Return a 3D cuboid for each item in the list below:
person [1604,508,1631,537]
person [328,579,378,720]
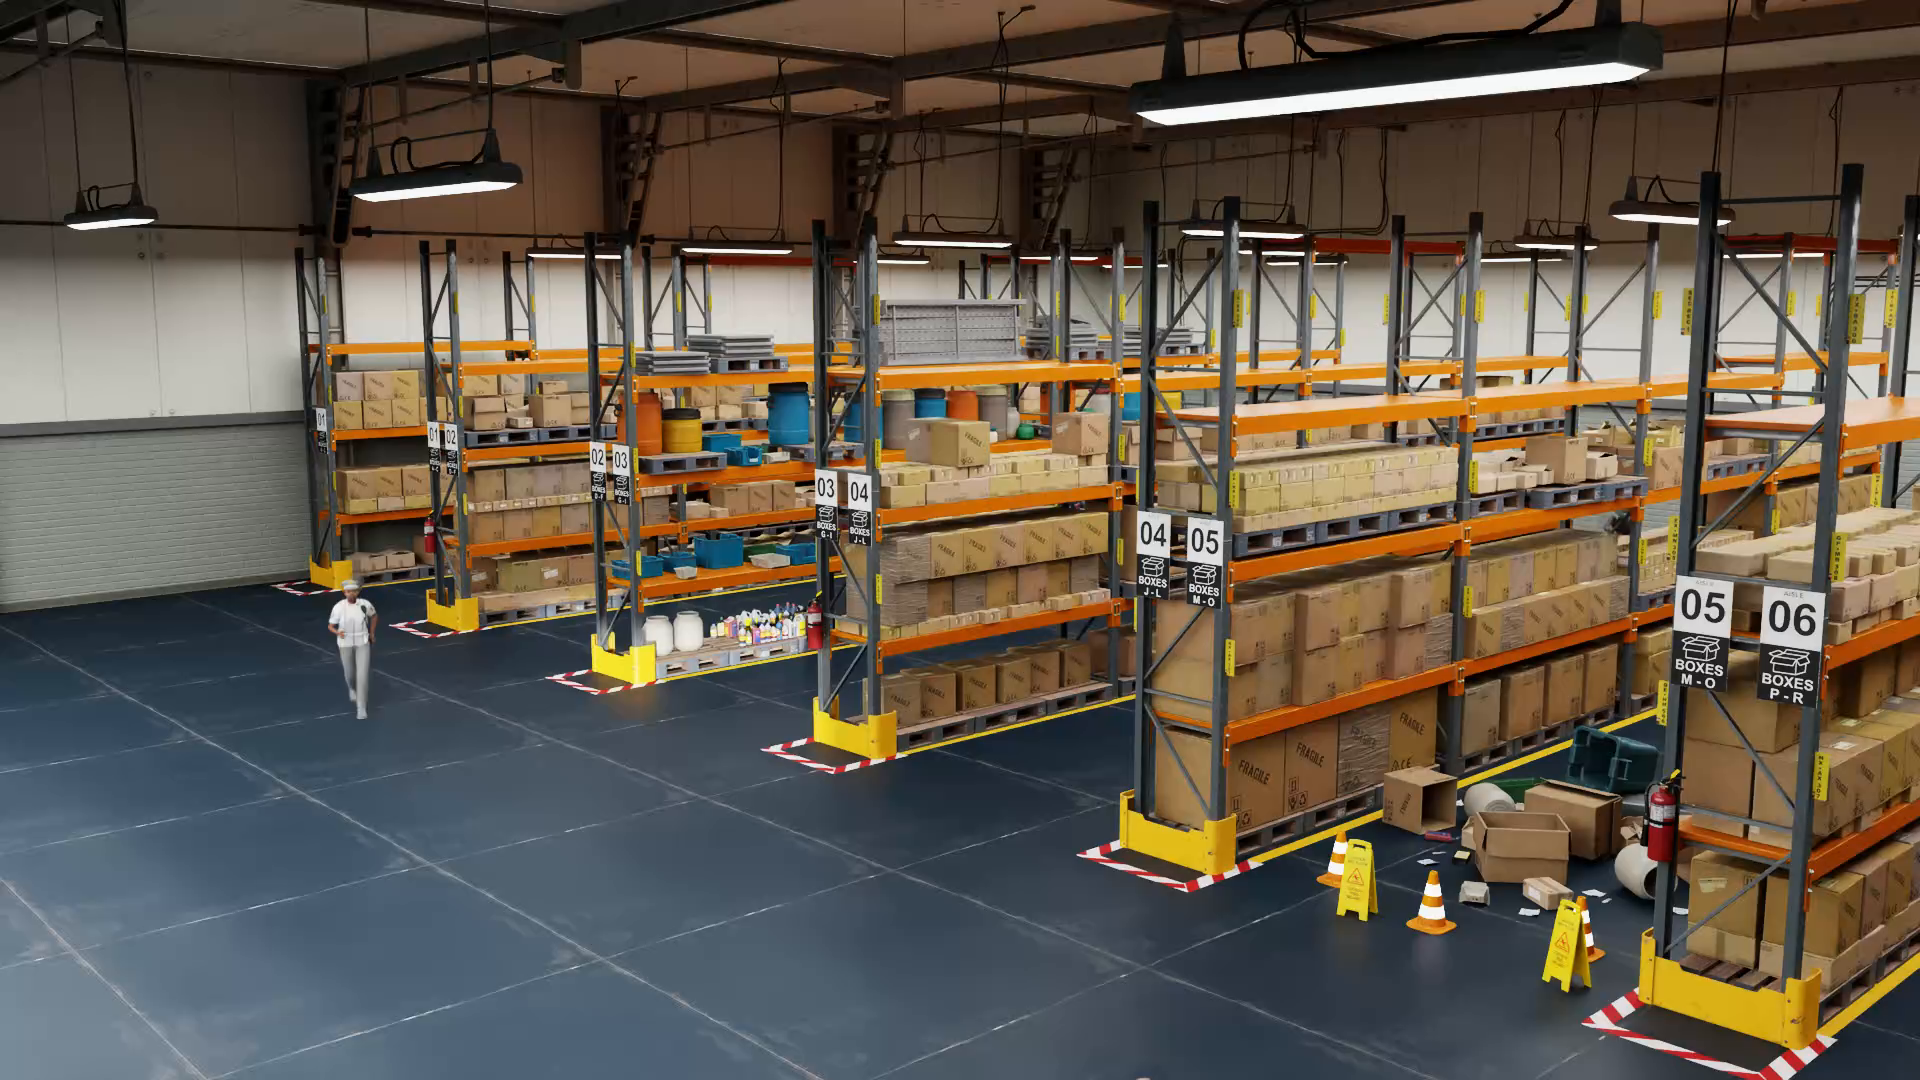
[{"bbox_3d":[11.684,0.055,29.302,0.714,1.708,0.625,-1,8,-7],"label":"person"},{"bbox_3d":[-7.526,1.313,20.614,0.550,1.694,0.931,-3,9,-19],"label":"person"}]
